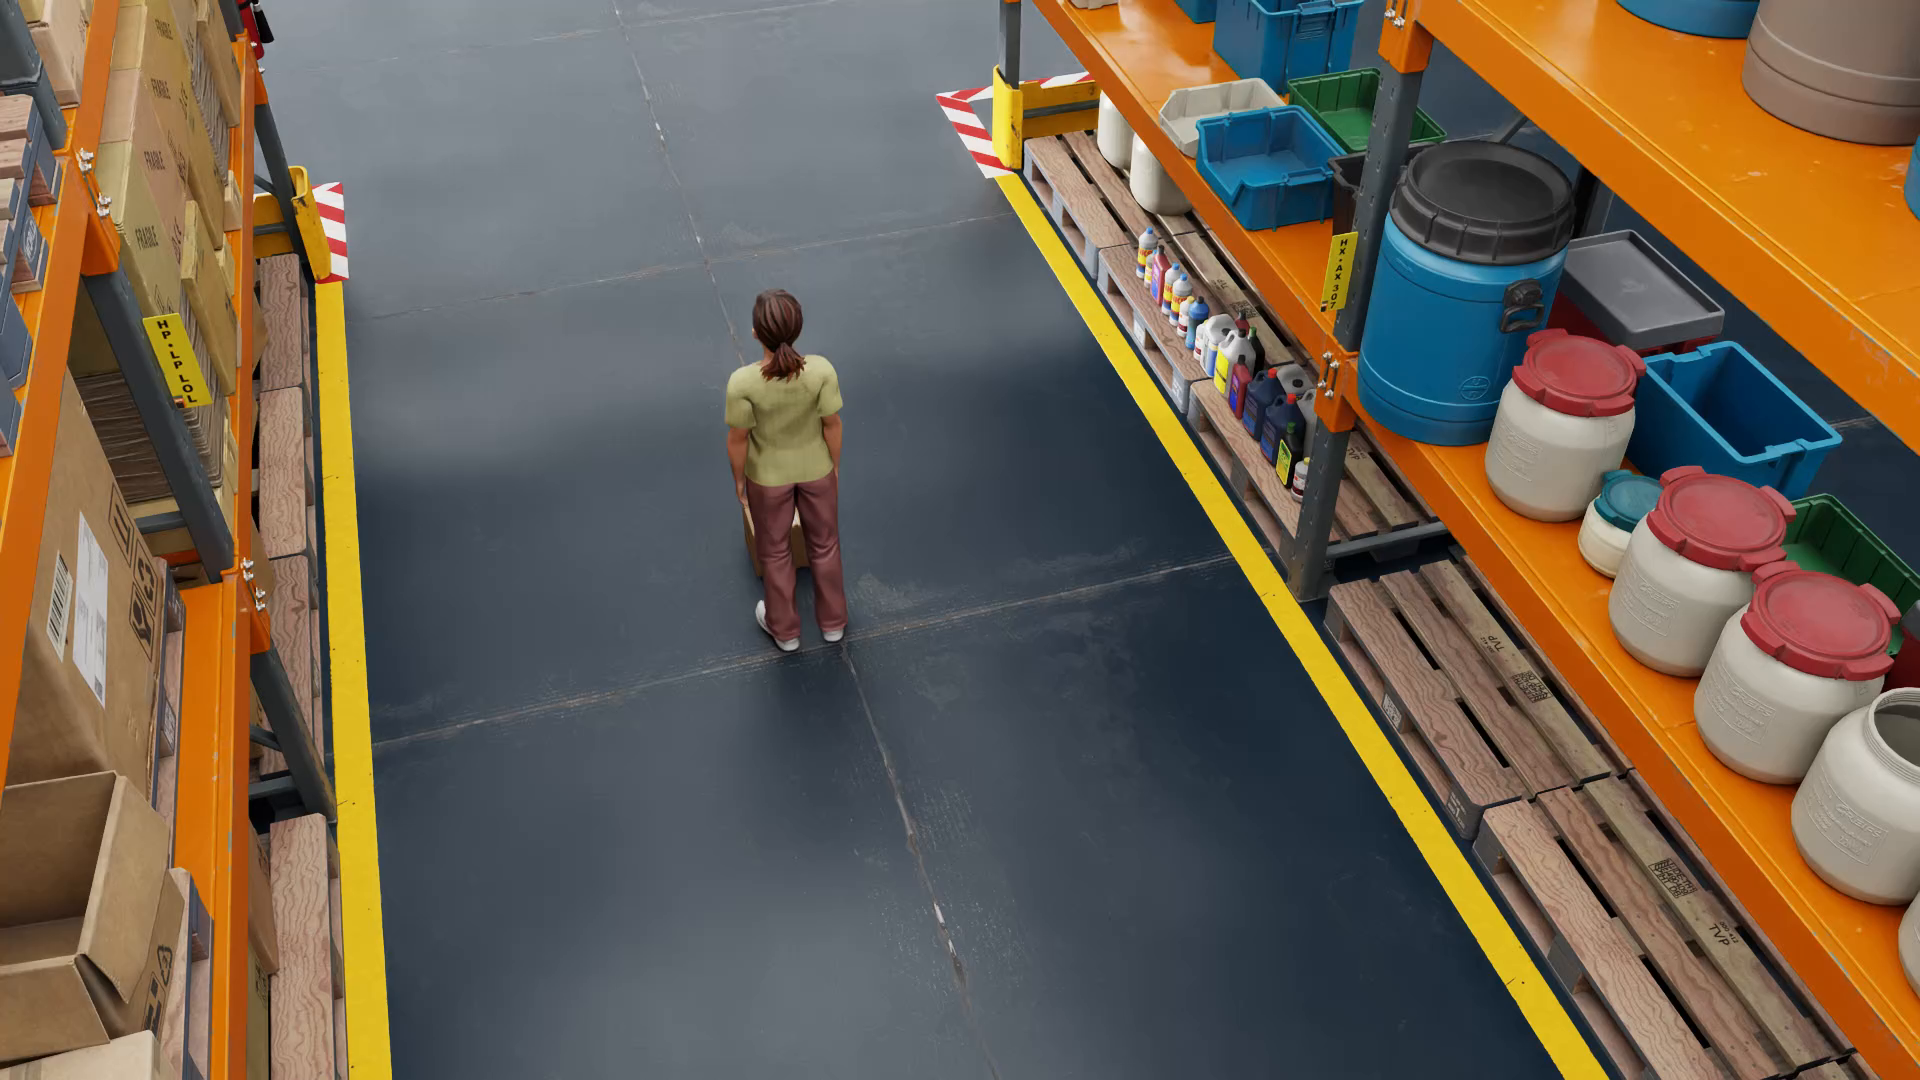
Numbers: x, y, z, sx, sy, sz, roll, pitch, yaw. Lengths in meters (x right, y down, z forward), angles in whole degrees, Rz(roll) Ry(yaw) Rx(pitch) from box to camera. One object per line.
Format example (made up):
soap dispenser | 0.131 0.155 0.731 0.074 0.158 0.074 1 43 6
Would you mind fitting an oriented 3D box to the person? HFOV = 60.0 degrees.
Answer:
person | -0.665 -0.248 6.424 0.447 1.674 0.351 -11 44 -12
